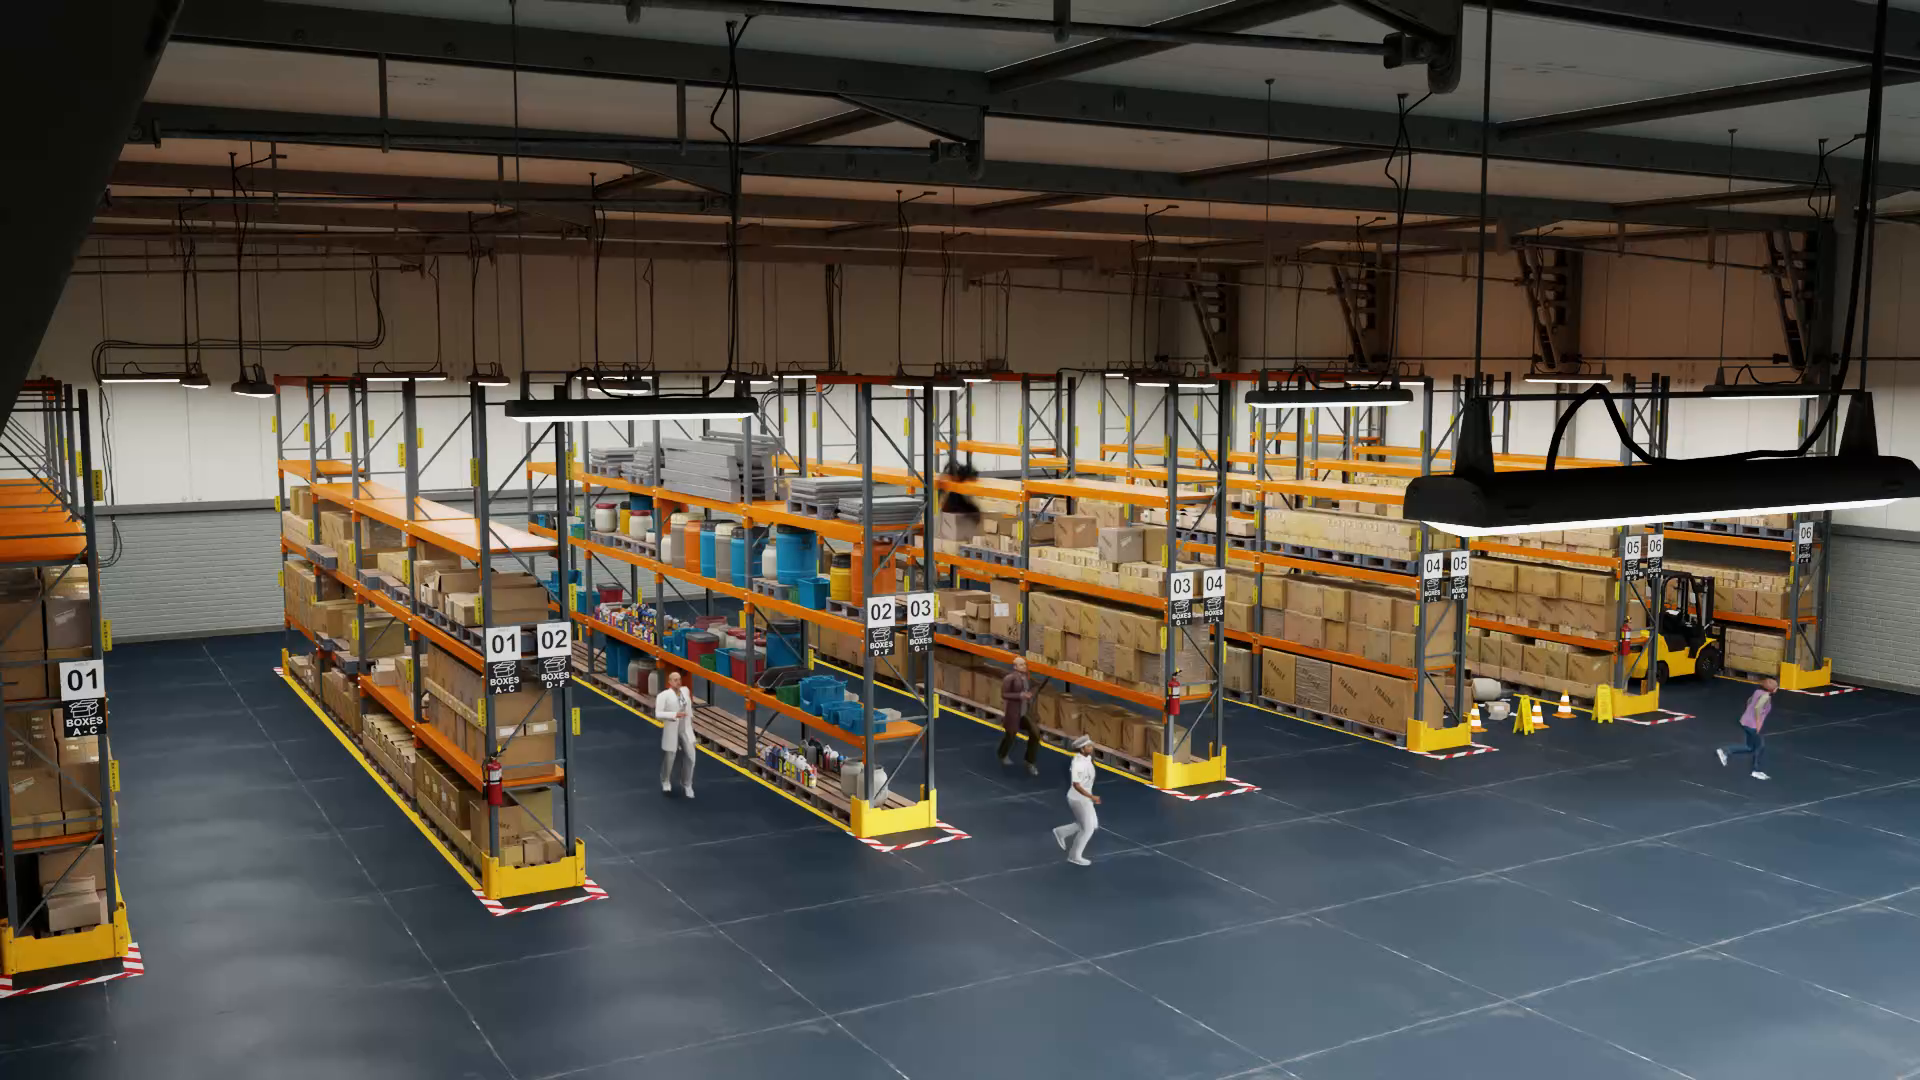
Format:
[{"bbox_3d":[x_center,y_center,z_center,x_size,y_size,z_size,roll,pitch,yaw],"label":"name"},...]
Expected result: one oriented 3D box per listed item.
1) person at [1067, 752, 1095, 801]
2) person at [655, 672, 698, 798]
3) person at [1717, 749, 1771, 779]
[{"bbox_3d":[1.514,2.942,20.810,0.345,0.588,0.551,1,6,11],"label":"person"},{"bbox_3d":[-4.110,2.824,24.065,0.708,1.856,0.840,-5,8,-36],"label":"person"},{"bbox_3d":[11.867,3.394,25.178,0.756,0.444,0.197,1,6,7],"label":"person"}]
